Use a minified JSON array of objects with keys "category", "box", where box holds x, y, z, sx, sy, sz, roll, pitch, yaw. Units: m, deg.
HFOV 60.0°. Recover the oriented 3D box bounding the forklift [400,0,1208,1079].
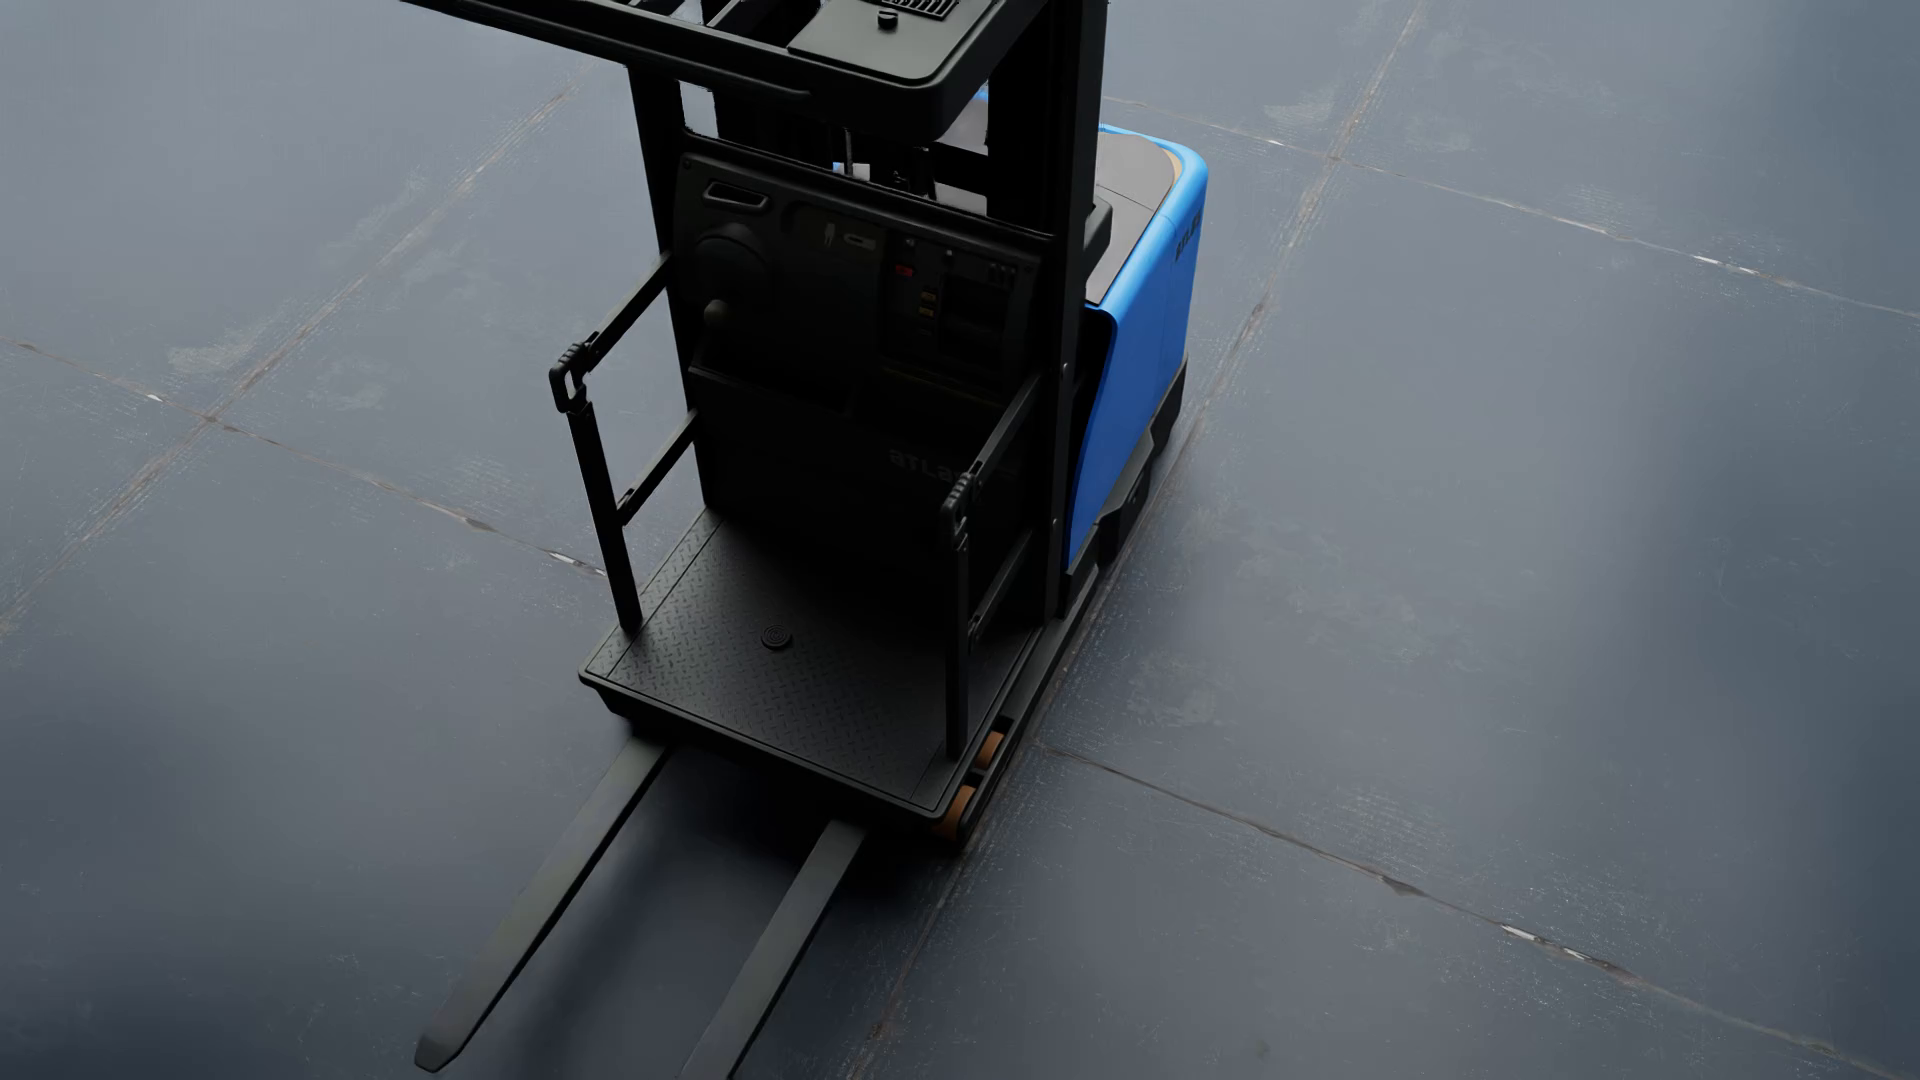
[{"category":"forklift","box":[-0.345,-0.514,3.763,1.130,2.935,3.031,19,52,16]}]
